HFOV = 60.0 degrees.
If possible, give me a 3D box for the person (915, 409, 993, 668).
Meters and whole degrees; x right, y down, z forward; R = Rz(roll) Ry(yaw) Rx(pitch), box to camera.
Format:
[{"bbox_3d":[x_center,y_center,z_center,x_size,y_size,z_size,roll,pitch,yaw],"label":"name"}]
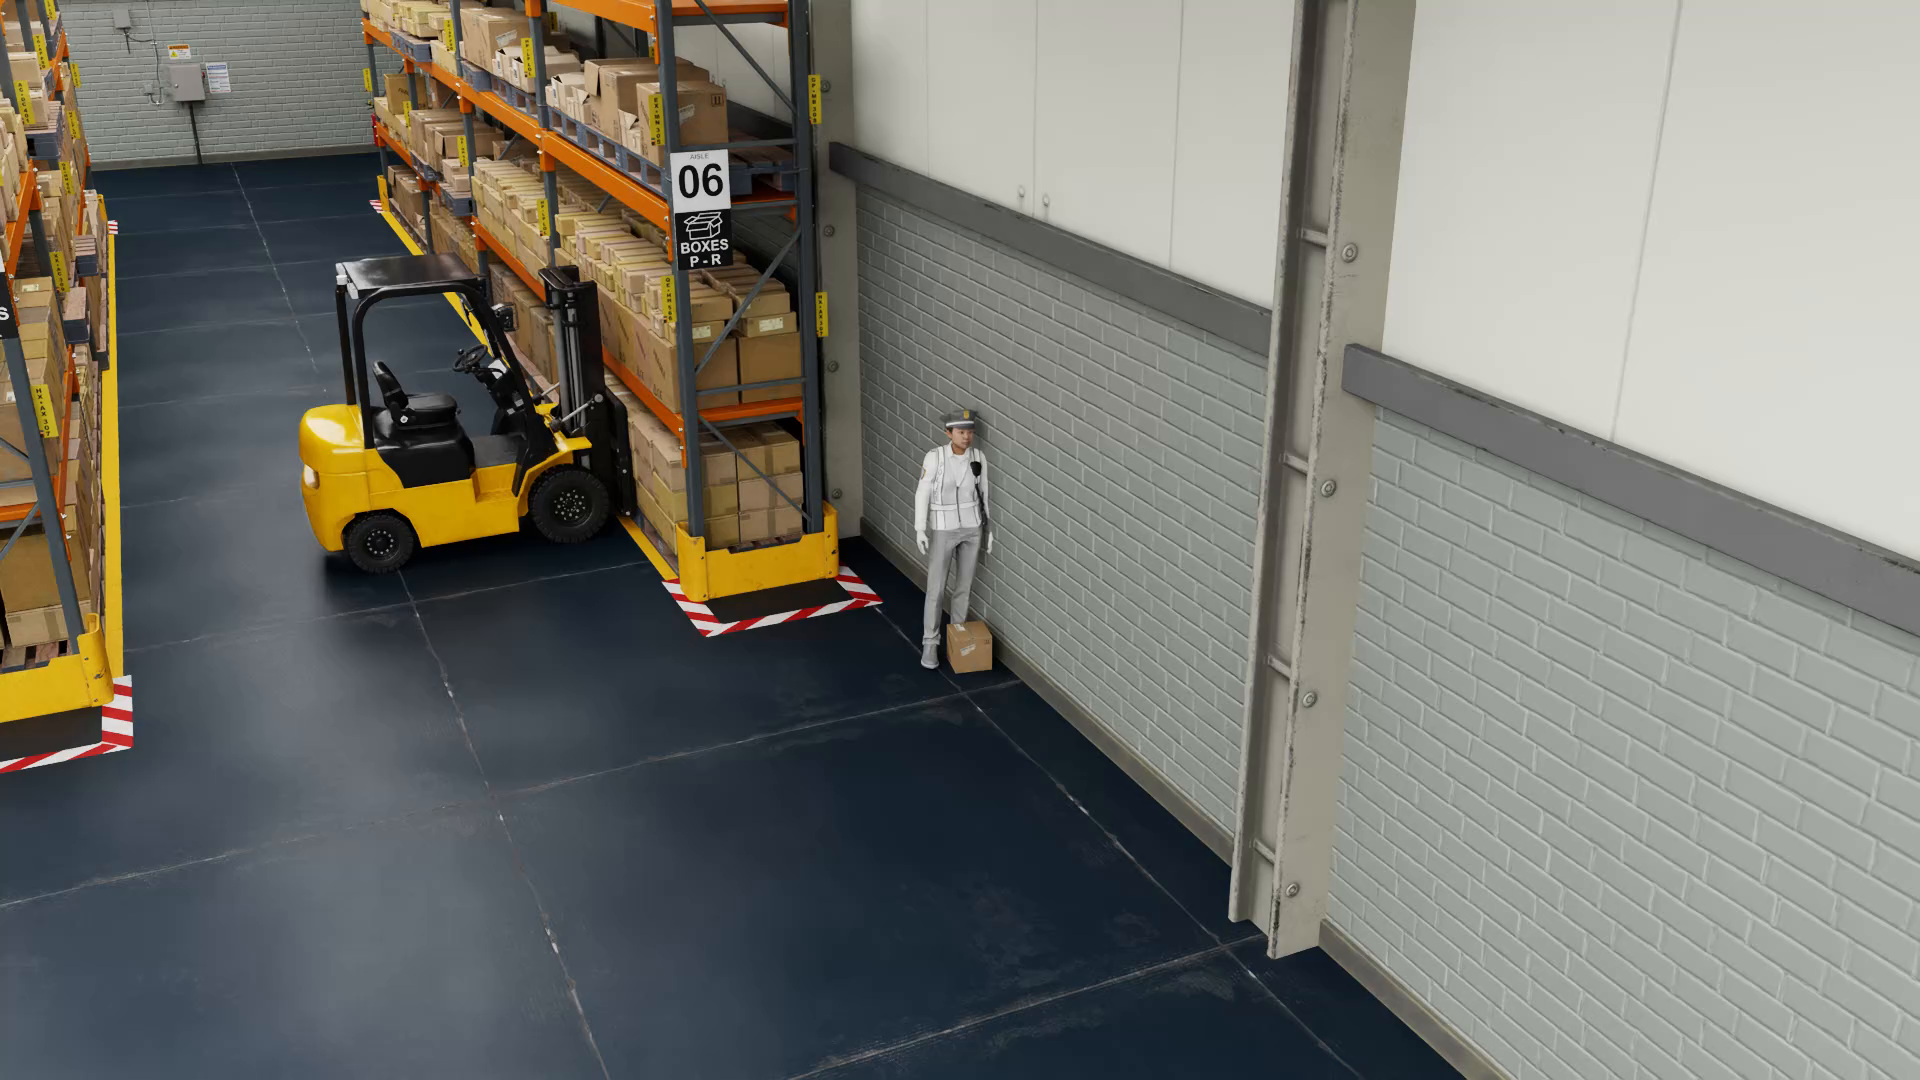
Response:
[{"bbox_3d":[-0.010,-0.036,11.017,0.588,1.697,0.534,-5,23,-12],"label":"person"}]
